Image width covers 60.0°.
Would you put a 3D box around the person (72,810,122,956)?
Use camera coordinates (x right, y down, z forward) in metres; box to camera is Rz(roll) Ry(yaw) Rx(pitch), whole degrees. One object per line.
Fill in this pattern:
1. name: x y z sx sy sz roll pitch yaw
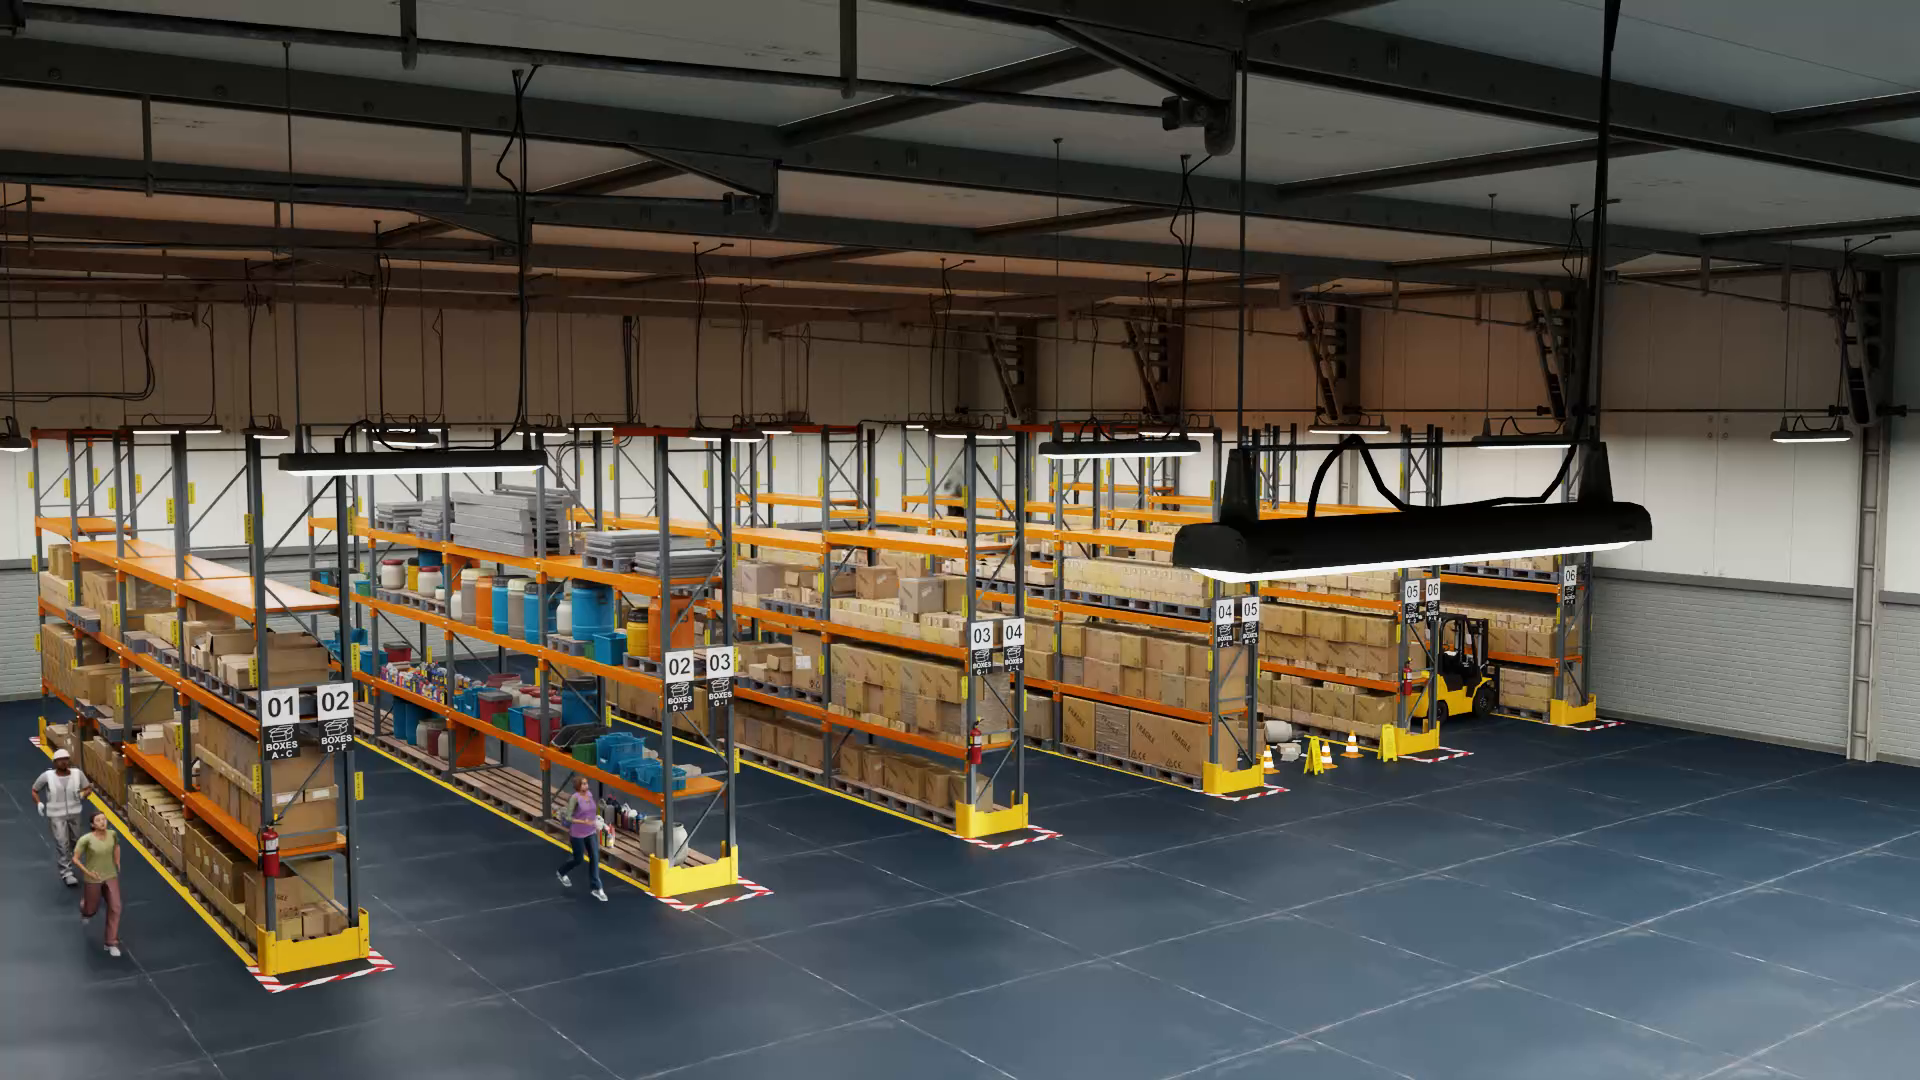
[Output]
1. person: -10.133 3.997 19.575 0.560 1.653 1.005 -4 6 -42

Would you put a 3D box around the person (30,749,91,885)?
1. person: -12.043 3.688 22.348 0.696 1.763 0.941 -4 6 -43

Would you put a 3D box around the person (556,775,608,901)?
1. person: -4.913 3.832 21.565 0.877 1.605 0.538 3 6 37

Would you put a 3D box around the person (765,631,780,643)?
1. person: -4.741 2.181 42.072 0.742 1.754 0.560 -4 6 -39
